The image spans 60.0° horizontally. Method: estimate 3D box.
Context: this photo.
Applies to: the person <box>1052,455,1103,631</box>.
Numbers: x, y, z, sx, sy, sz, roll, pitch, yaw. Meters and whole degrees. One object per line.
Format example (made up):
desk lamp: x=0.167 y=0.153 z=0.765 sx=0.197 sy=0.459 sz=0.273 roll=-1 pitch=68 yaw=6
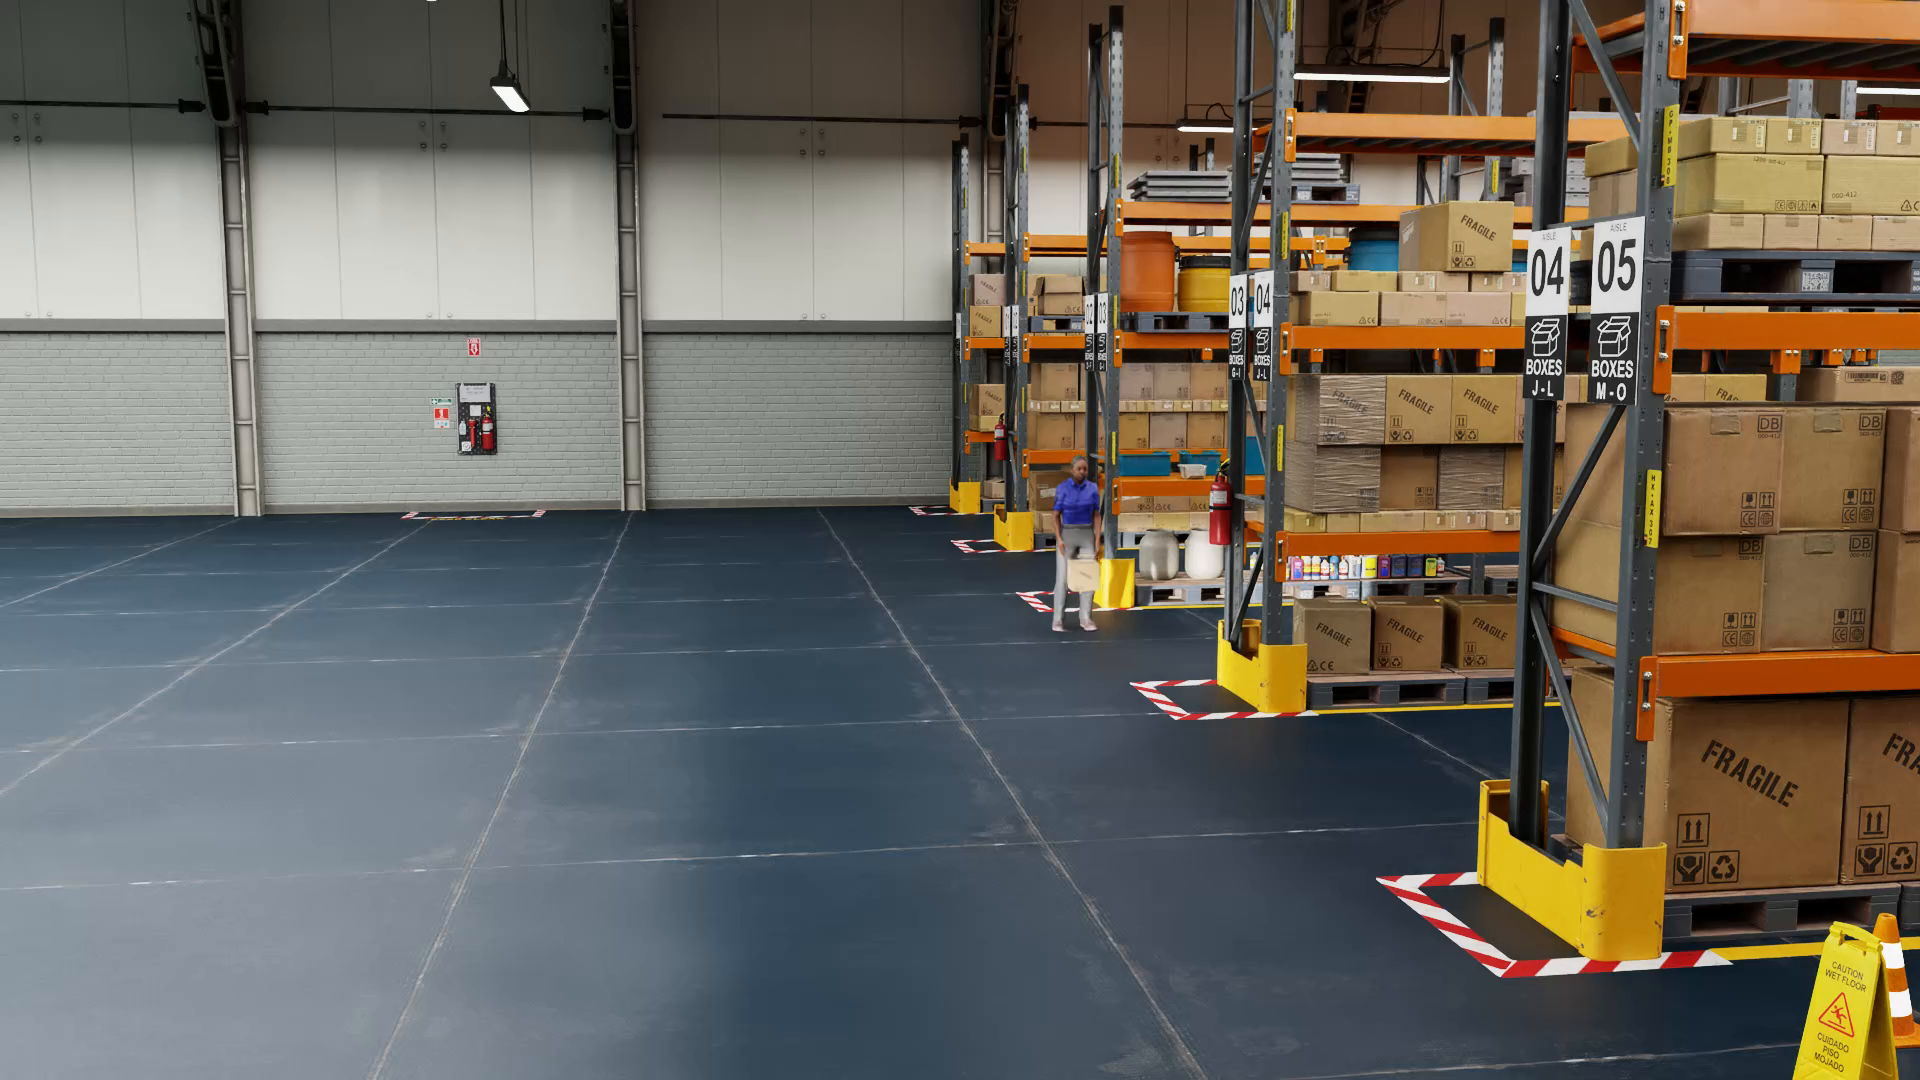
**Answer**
person: x=1.104 y=0.022 z=15.673 sx=0.515 sy=1.654 sz=0.353 roll=-1 pitch=7 yaw=-9
